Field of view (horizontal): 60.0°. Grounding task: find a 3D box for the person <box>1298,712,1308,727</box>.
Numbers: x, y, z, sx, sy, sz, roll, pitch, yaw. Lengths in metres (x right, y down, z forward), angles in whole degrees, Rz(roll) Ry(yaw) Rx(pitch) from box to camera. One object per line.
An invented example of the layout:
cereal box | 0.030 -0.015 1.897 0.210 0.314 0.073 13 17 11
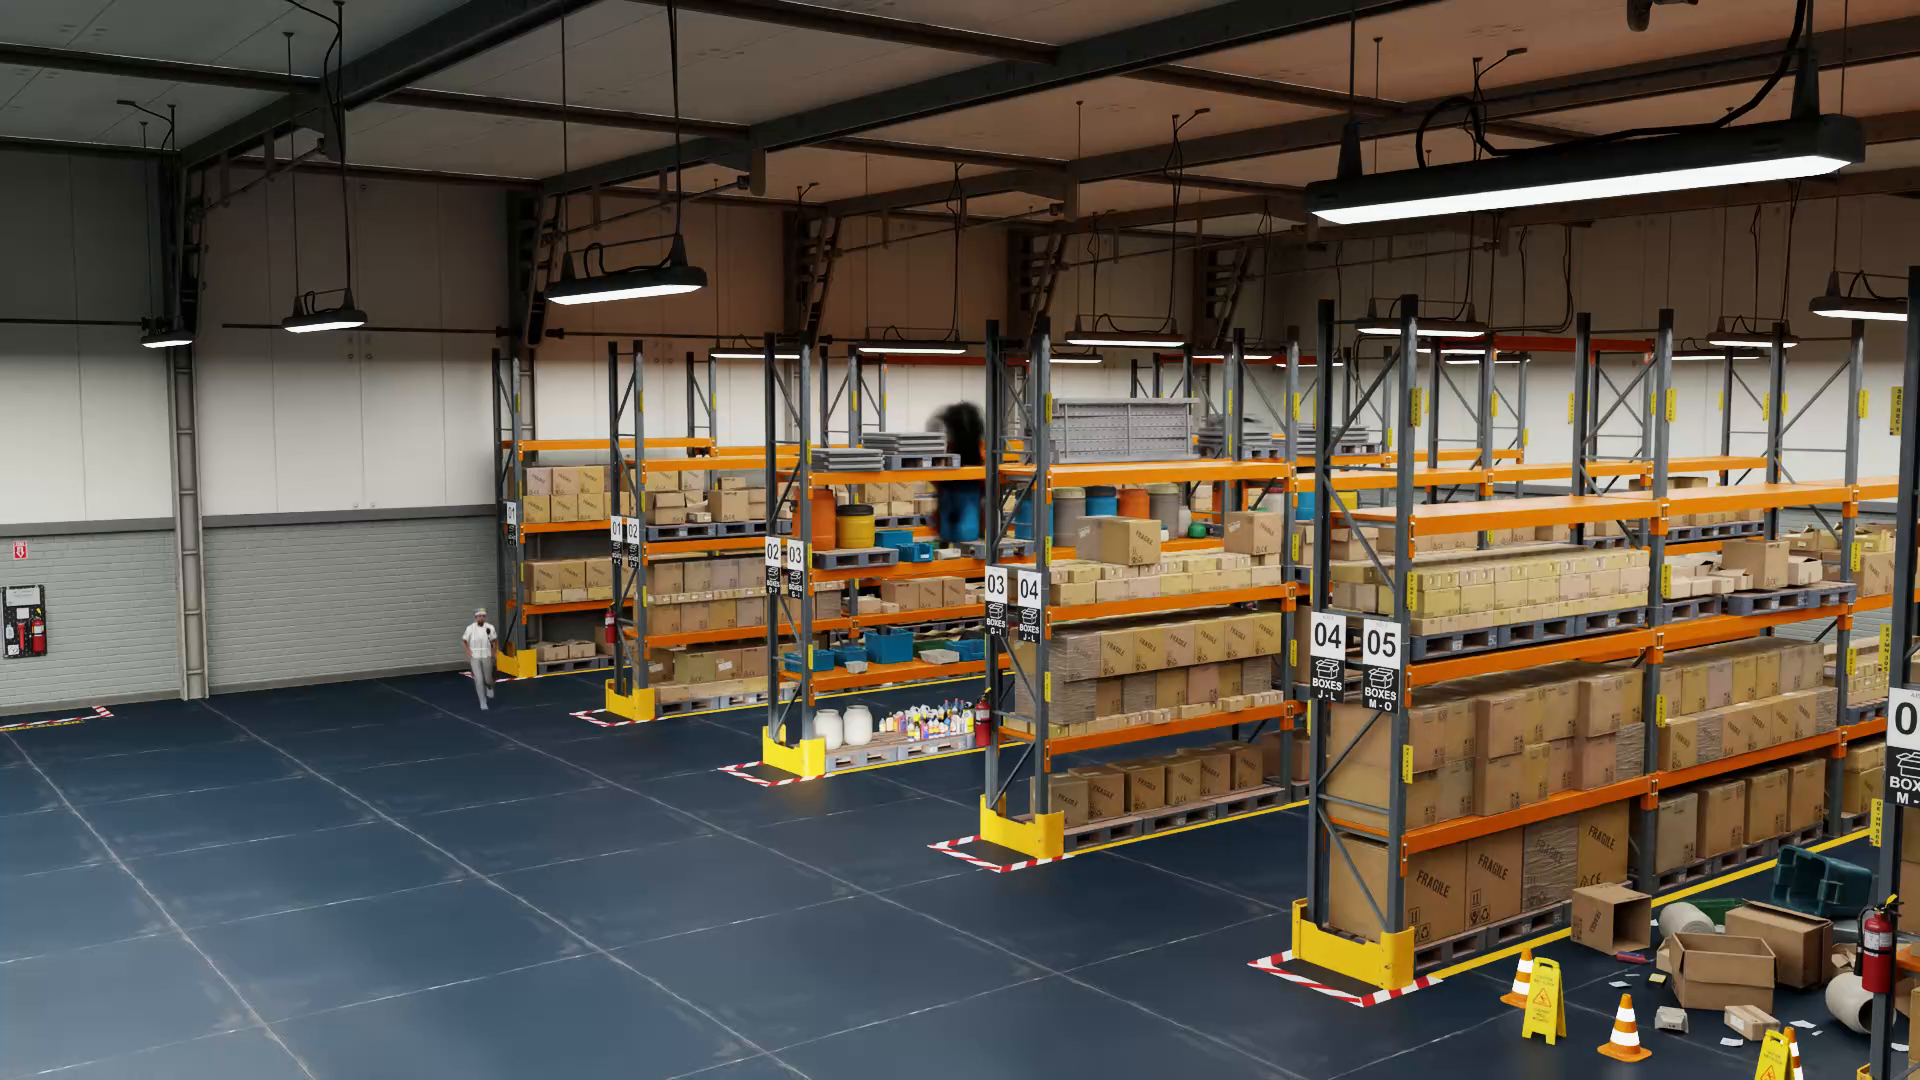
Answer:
person | 5.232 2.068 25.207 0.641 1.754 0.644 -3 6 -34

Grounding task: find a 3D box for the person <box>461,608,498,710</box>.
person | -7.923 1.937 27.450 0.581 1.683 0.633 -2 5 -19
